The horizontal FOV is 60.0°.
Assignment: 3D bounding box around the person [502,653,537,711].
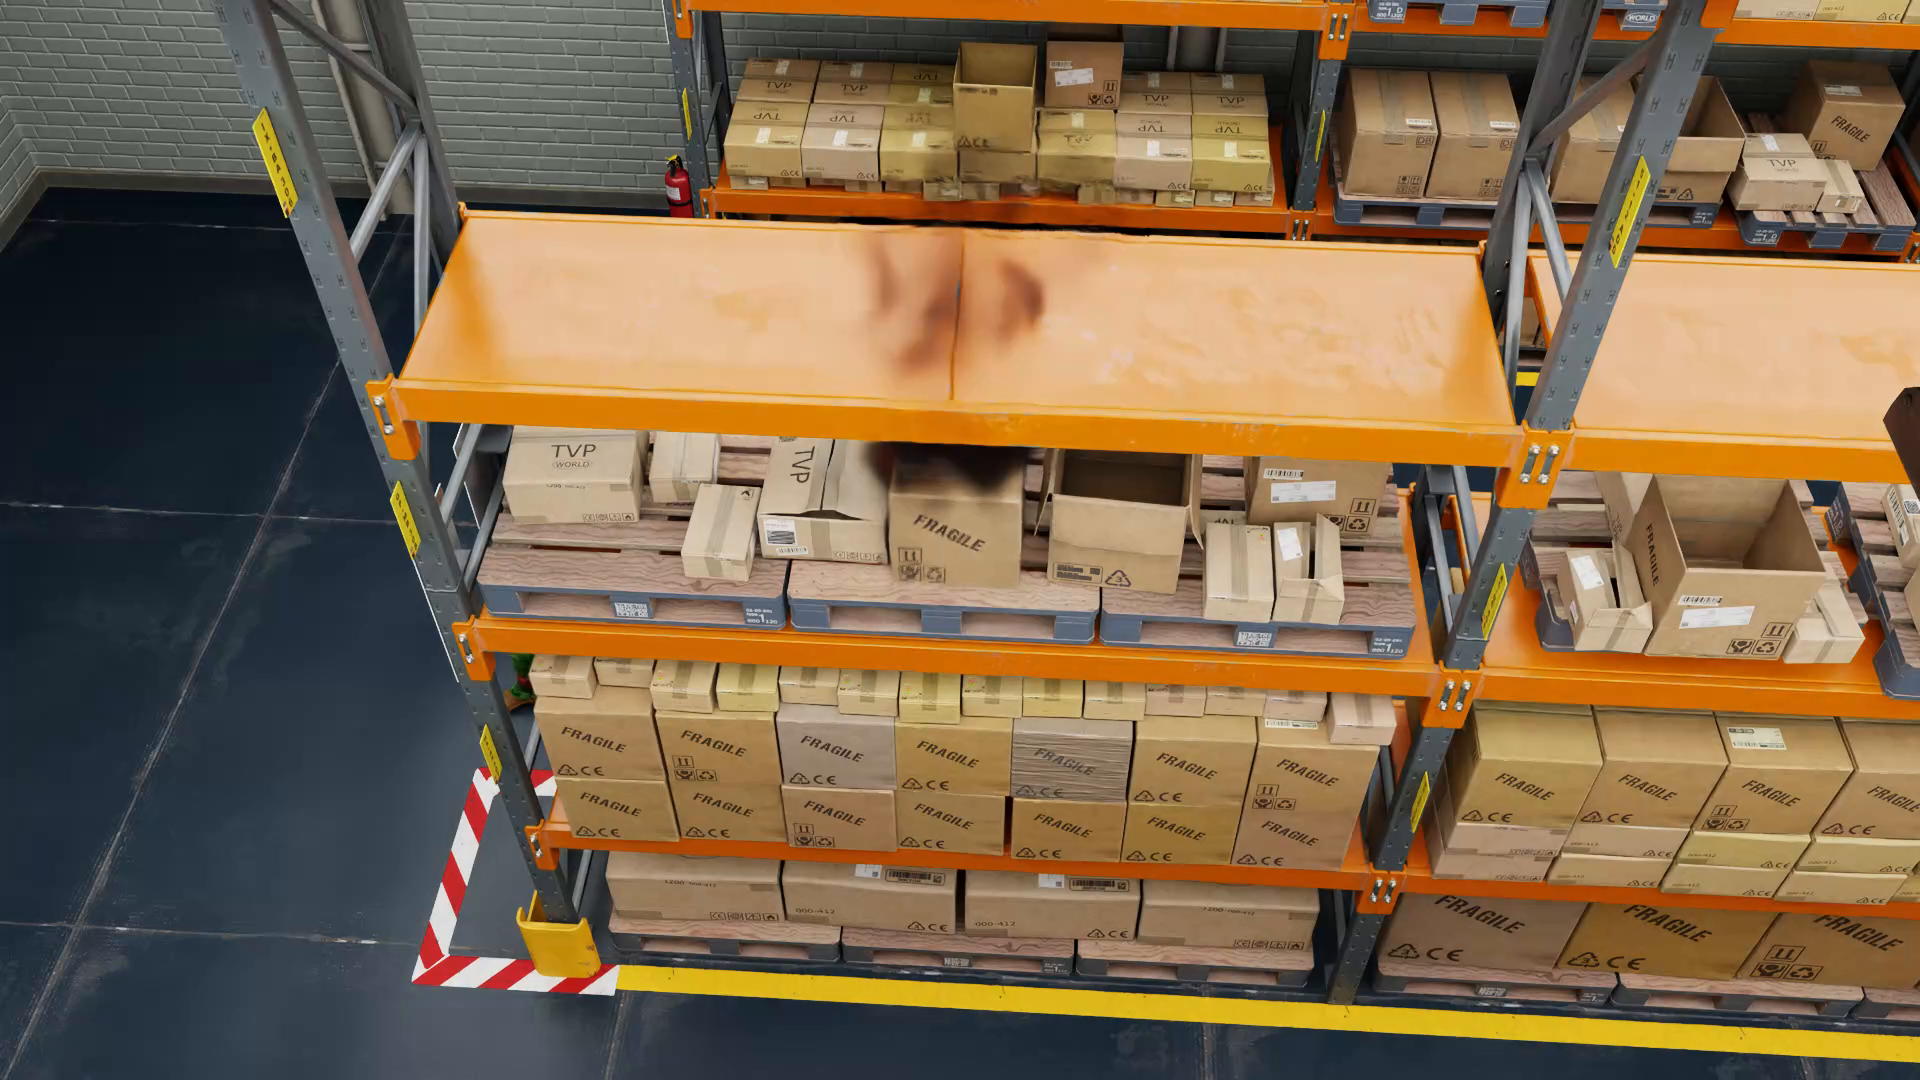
[{"bbox_3d":[-2.280,0.375,9.218,0.929,1.741,0.719,-23,52,-20],"label":"person"}]
